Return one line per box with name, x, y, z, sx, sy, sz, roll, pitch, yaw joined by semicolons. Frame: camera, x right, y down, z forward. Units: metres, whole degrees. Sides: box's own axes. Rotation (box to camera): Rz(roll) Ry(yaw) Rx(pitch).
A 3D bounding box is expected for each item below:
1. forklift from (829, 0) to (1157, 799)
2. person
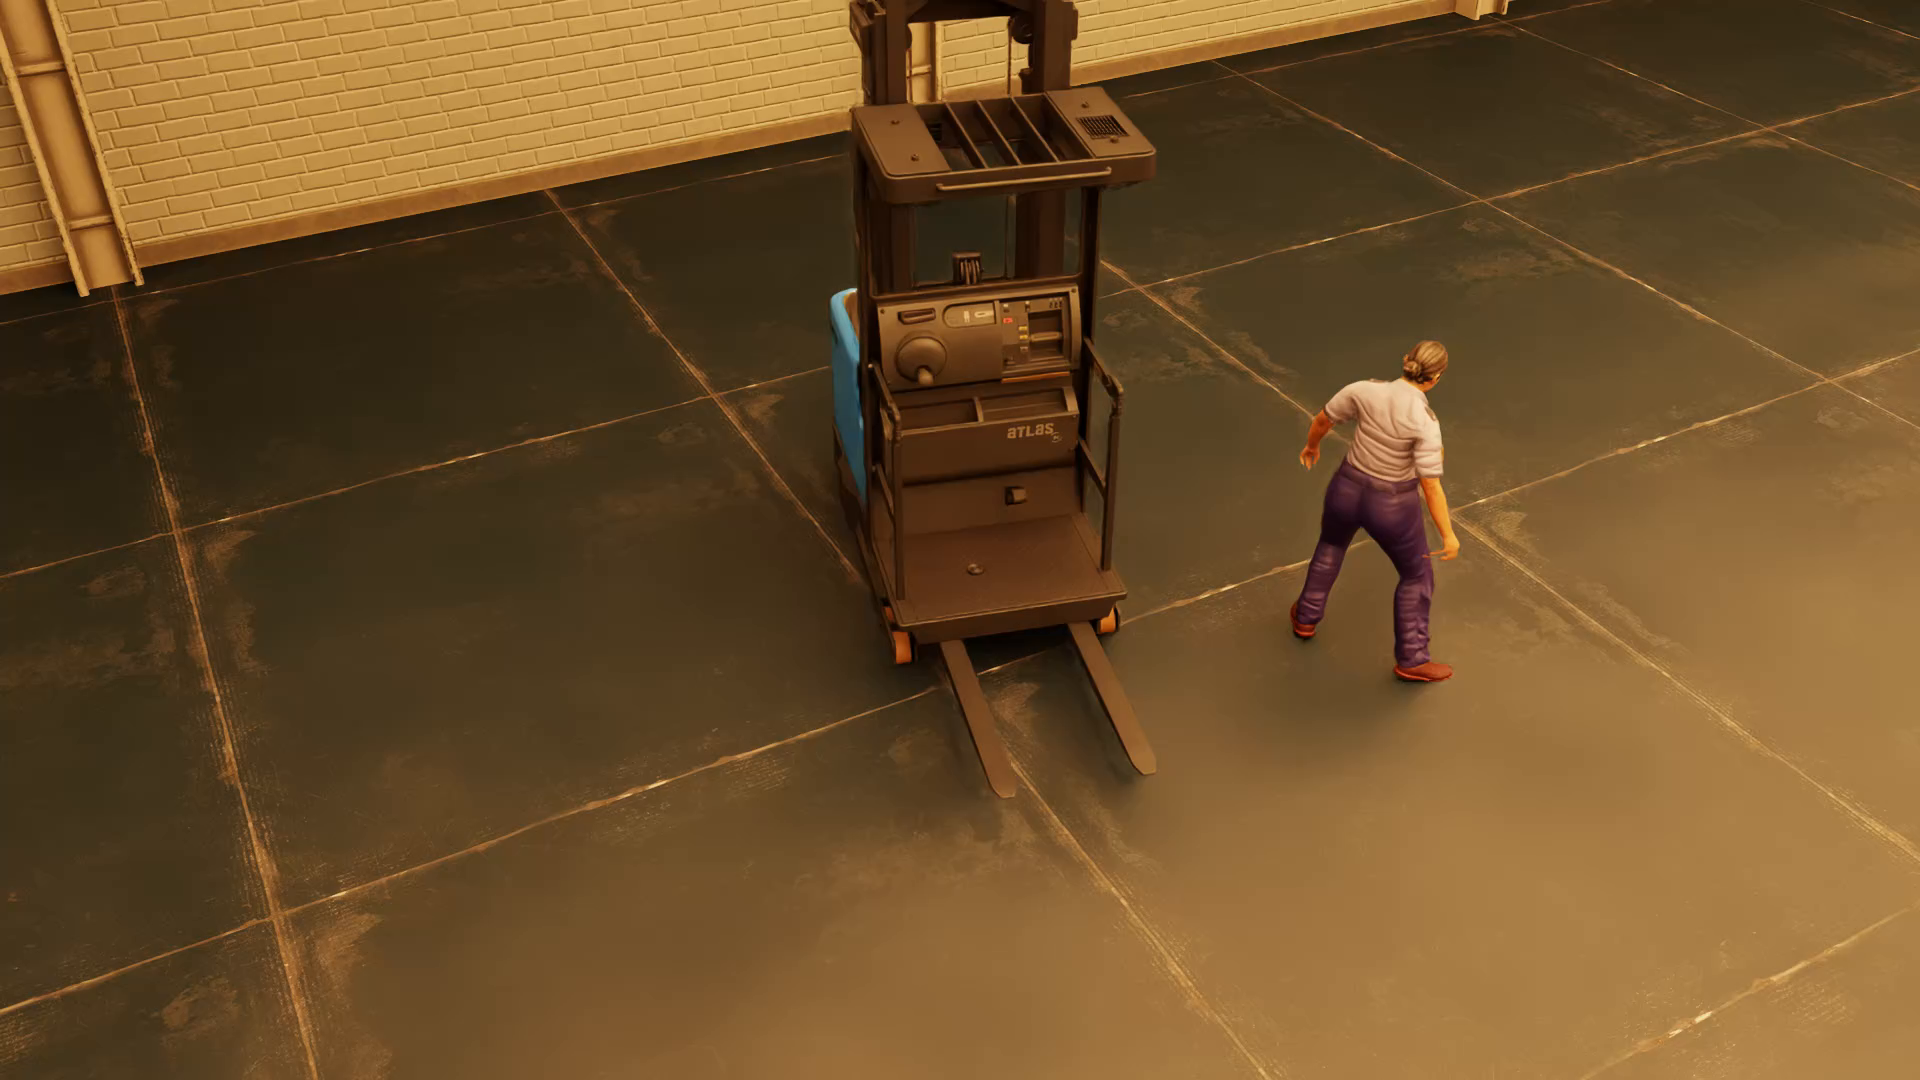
forklift;0.143;-0.854;7.332;1.130;2.935;3.031;-8;36;-11
person;1.924;-0.160;7.544;0.929;1.606;0.384;26;43;32
